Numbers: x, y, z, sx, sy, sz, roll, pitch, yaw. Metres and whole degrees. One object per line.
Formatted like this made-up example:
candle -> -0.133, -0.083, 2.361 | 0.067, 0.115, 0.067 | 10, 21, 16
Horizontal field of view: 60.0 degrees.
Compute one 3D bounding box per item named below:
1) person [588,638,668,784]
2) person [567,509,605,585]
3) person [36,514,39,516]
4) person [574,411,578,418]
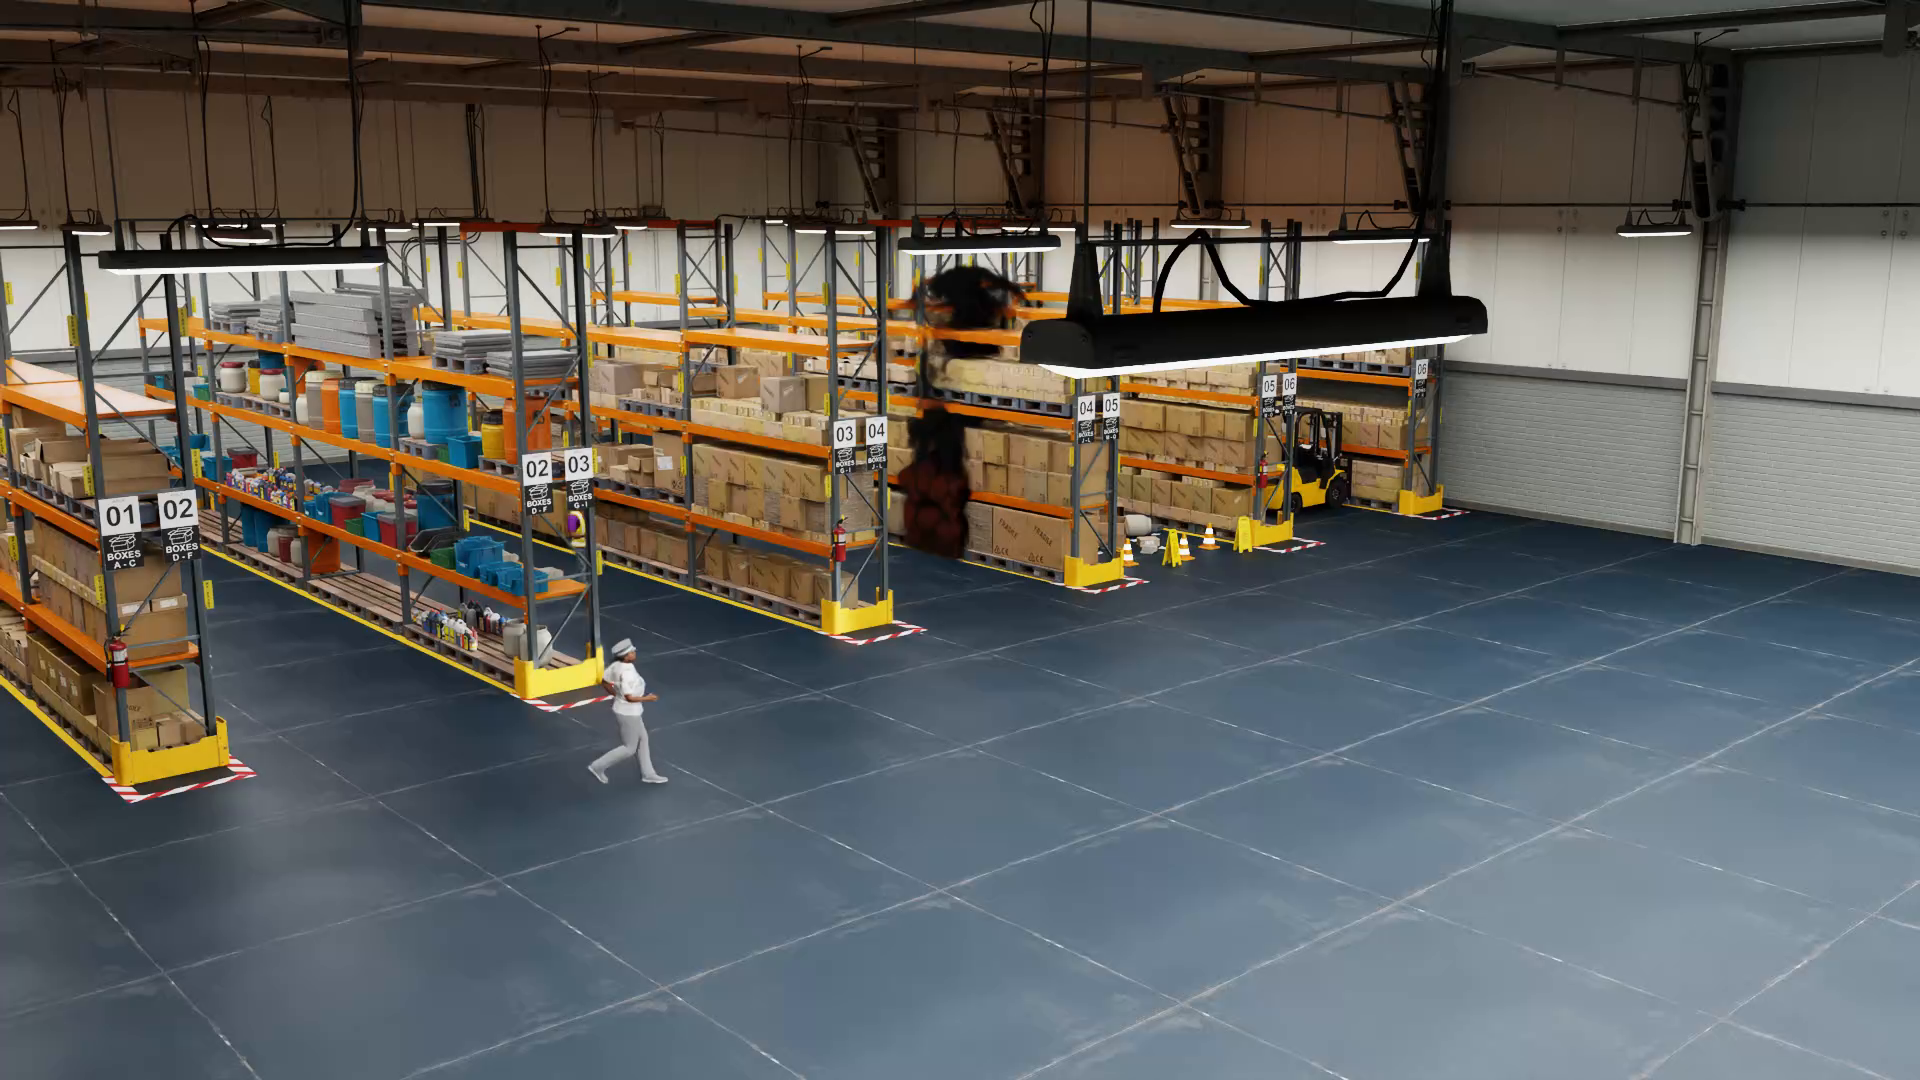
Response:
person -> -3.654, 1.904, 18.169 | 0.892, 1.696, 0.581 | -5, 13, -24
person -> -6.068, 0.097, 26.941 | 0.701, 1.752, 0.652 | 9, 15, 38
person -> -16.388, -0.490, 29.911 | 0.790, 1.837, 0.666 | 10, 15, 40
person -> -8.807, -2.133, 37.983 | 0.609, 1.685, 0.861 | -7, 13, -30
